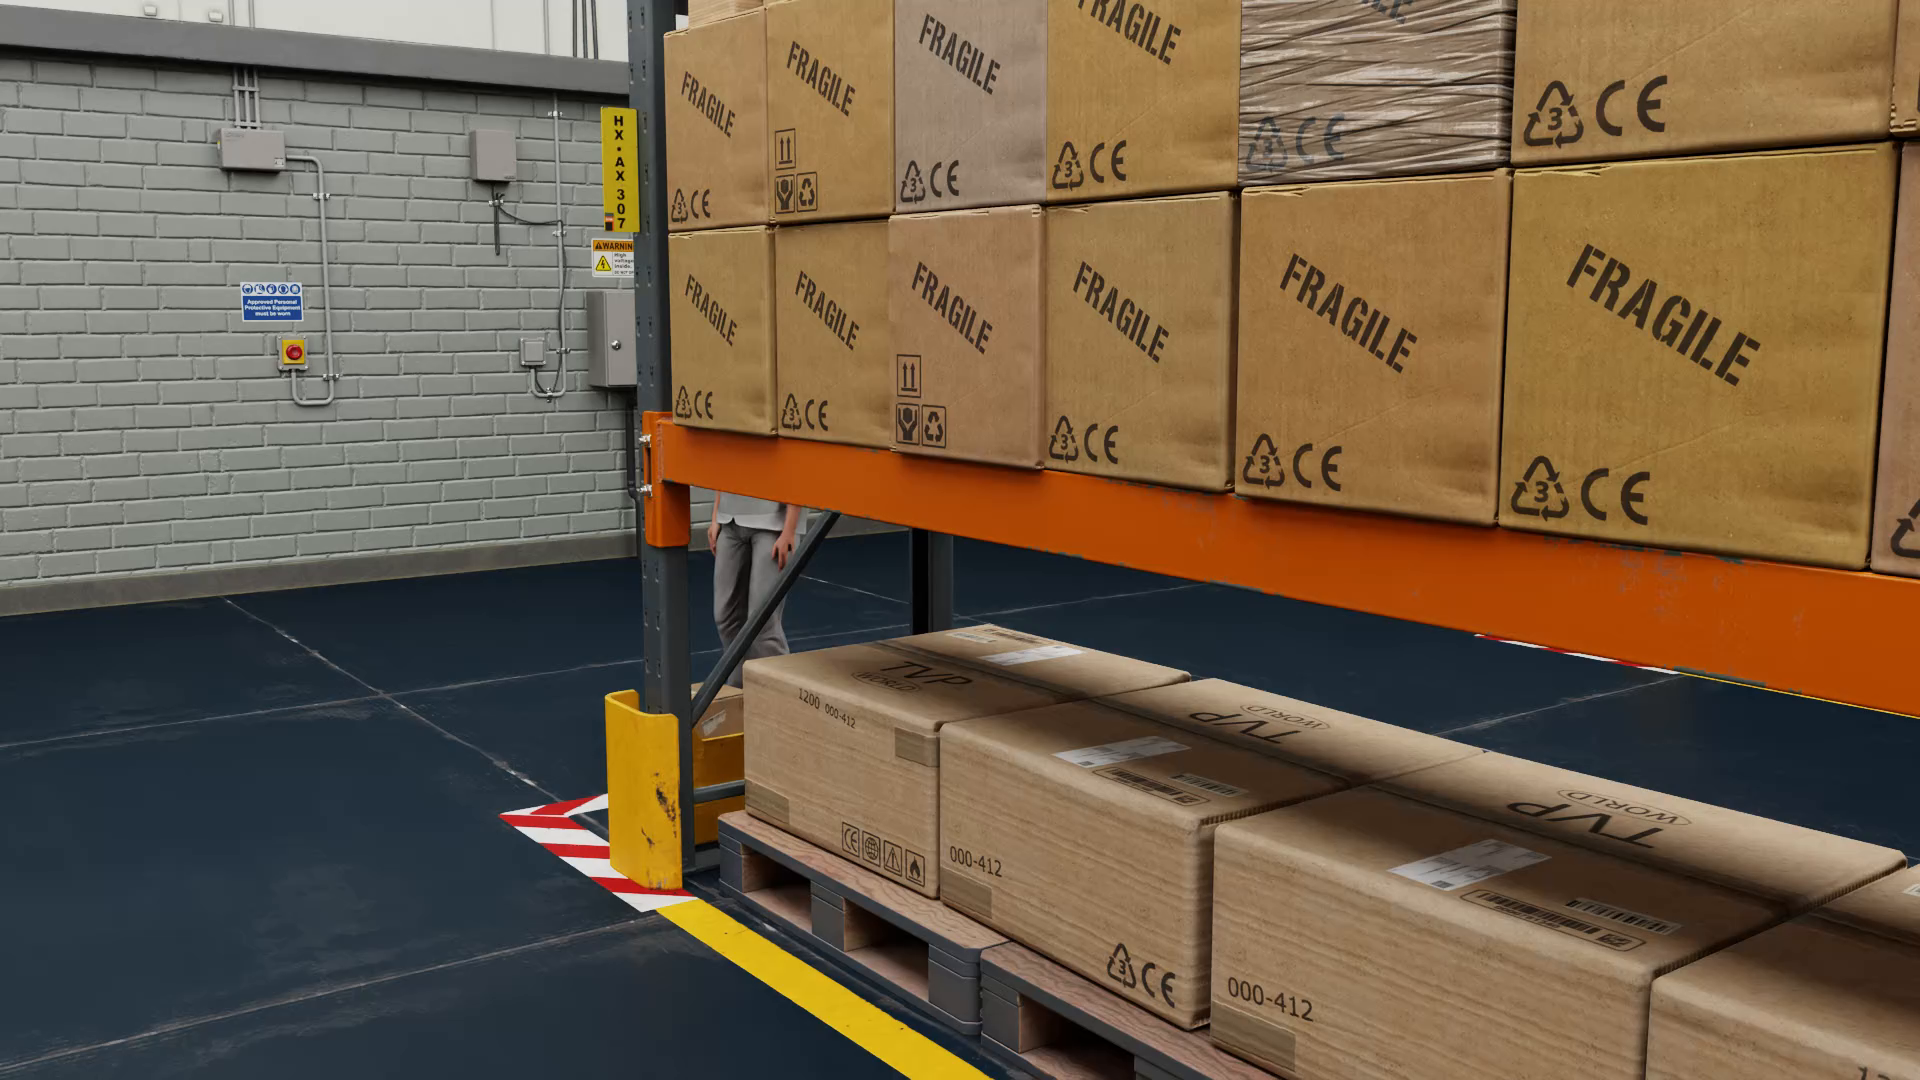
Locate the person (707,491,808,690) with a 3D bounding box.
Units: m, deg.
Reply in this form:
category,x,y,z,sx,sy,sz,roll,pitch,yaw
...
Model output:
category,x,y,z,sx,sy,sz,roll,pitch,yaw
person,-0.745,-0.023,6.029,0.472,1.590,0.347,8,11,44
